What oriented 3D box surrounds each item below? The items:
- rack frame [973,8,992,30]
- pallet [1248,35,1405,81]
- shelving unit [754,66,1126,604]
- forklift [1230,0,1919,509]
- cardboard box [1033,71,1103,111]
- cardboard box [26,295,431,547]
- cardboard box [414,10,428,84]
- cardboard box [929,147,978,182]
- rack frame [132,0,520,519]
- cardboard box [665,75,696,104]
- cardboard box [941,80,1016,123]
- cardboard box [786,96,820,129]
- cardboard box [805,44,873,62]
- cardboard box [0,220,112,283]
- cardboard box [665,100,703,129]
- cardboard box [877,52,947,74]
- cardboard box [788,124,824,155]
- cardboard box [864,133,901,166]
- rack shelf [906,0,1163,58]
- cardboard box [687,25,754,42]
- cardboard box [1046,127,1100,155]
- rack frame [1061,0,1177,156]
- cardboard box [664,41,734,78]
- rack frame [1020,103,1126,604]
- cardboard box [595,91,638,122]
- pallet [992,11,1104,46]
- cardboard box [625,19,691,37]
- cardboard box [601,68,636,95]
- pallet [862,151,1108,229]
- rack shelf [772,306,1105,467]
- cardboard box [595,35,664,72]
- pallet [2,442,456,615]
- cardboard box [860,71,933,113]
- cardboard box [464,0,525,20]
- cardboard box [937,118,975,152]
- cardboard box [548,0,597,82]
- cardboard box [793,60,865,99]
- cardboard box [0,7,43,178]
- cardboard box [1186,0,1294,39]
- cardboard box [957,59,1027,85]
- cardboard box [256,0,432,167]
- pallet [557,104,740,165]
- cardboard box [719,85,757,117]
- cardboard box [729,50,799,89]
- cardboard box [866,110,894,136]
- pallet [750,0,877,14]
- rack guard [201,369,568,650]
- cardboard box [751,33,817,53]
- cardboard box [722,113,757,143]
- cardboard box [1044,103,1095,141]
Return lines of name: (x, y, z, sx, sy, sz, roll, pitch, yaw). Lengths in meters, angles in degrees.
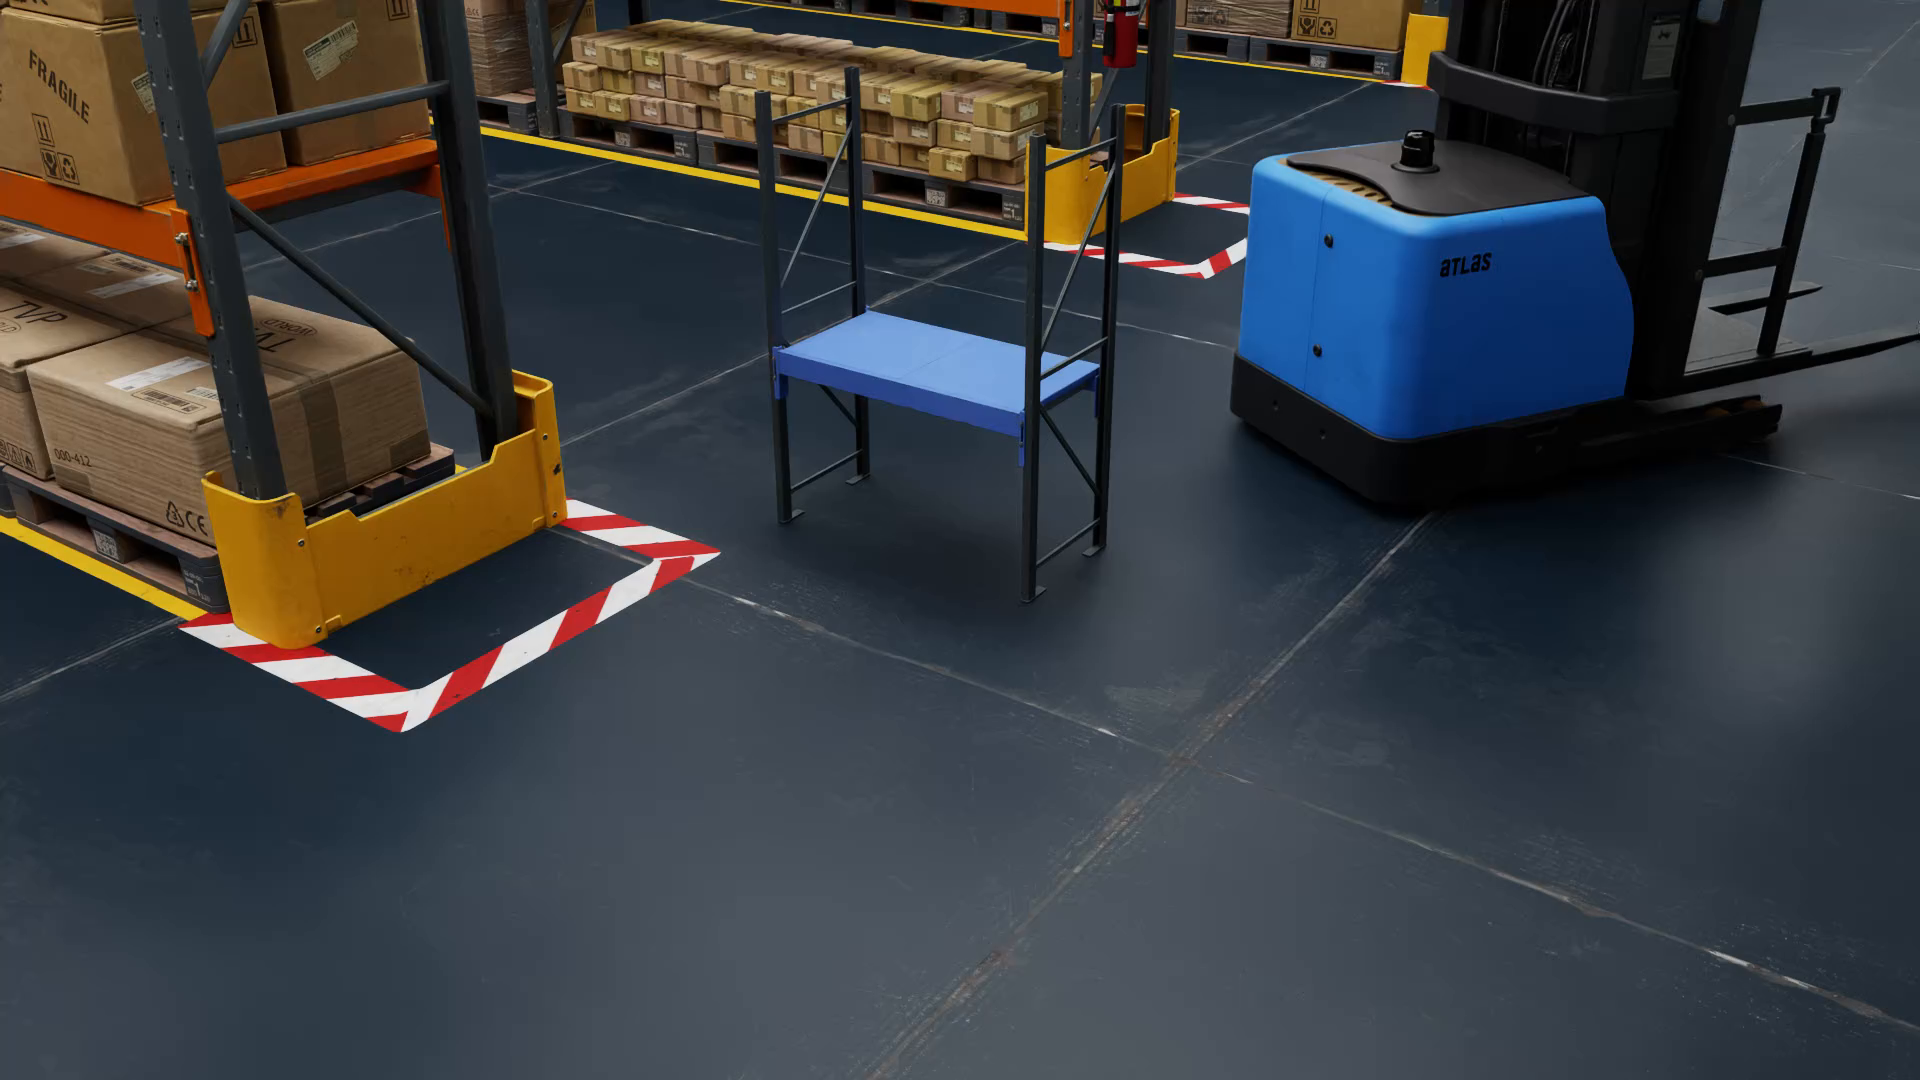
rack frame: (0.452, -5.989, 14.211, 0.127, 3.000, 1.000, 17, 32, 30)
pallet: (3.046, -3.895, 13.172, 1.213, 0.211, 1.003, 17, 32, 30)
shelving unit: (-0.070, -0.690, 5.453, 1.048, 1.500, 0.538, 17, 32, 30)
forklift: (2.634, -1.853, 6.160, 3.031, 2.935, 1.130, -12, 29, -22)
cardboard box: (0.619, -2.577, 9.531, 0.250, 0.149, 0.380, 16, 31, 28)
cardboard box: (-2.462, -0.434, 5.658, 0.875, 0.438, 0.875, 16, 31, 29)
cardboard box: (-3.614, -3.462, 11.538, 0.500, 0.500, 0.500, 16, 31, 29)
cardboard box: (0.037, -2.136, 9.320, 0.250, 0.149, 0.380, 18, 32, 32)
rack frame: (-1.861, -1.257, 4.913, 0.127, 3.000, 1.000, 17, 32, 30)
cardboard box: (-1.620, -2.846, 10.388, 0.250, 0.149, 0.380, 16, 31, 28)
cardboard box: (0.104, -2.443, 9.267, 0.250, 0.149, 0.380, 18, 32, 31)
cardboard box: (-0.803, -2.545, 9.797, 0.250, 0.149, 0.380, 19, 33, 33)
cardboard box: (-0.739, -2.936, 10.237, 0.250, 0.149, 0.380, 17, 32, 30)
cardboard box: (-3.963, -0.899, 6.570, 0.875, 0.438, 0.875, 16, 31, 29)
cardboard box: (-1.630, -2.705, 10.437, 0.250, 0.149, 0.380, 17, 31, 29)
cardboard box: (-0.286, -2.823, 10.014, 0.250, 0.149, 0.380, 19, 32, 32)
cardboard box: (-0.803, -2.414, 9.866, 0.250, 0.149, 0.380, 18, 32, 31)
cardboard box: (-0.343, -2.294, 9.631, 0.250, 0.149, 0.380, 18, 32, 31)
rack shelf: (-0.790, -3.327, 9.773, 4.000, 0.370, 1.077, 17, 32, 30)
cardboard box: (-1.556, -3.236, 10.827, 0.250, 0.149, 0.380, 17, 32, 30)
cardboard box: (0.608, -2.304, 9.651, 0.250, 0.149, 0.380, 18, 32, 31)
rack frame: (0.858, -3.134, 8.600, 0.127, 3.000, 1.000, 17, 32, 30)
cardboard box: (-1.615, -2.979, 10.320, 0.250, 0.149, 0.380, 16, 31, 29)
rack frame: (0.349, -0.560, 5.196, 0.032, 1.500, 0.500, 17, 32, 30)
cardboard box: (-2.101, -2.795, 10.616, 0.250, 0.149, 0.380, 18, 32, 32)
pallet: (1.035, -4.522, 14.403, 1.213, 0.211, 1.003, 17, 32, 30)
cardboard box: (-1.998, -3.349, 11.047, 0.250, 0.149, 0.380, 18, 32, 32)
cardboard box: (-2.062, -2.966, 10.623, 0.250, 0.149, 0.380, 18, 32, 31)
pallet: (0.146, -2.132, 9.707, 1.213, 0.211, 1.003, 17, 32, 30)
rack shelf: (-0.070, -0.530, 5.534, 1.000, 0.185, 0.538, 17, 32, 30)
cardboard box: (-2.079, -3.084, 10.527, 0.250, 0.149, 0.380, 19, 33, 33)
pallet: (-2.565, -0.190, 5.891, 1.213, 0.211, 1.003, 17, 32, 30)
cardboard box: (-0.359, -2.552, 9.481, 0.250, 0.149, 0.380, 16, 31, 28)
cardboard box: (-3.196, -3.665, 11.110, 0.500, 0.250, 0.500, 16, 31, 29)
cardboard box: (0.077, -2.299, 9.312, 0.250, 0.149, 0.380, 16, 31, 29)
cardboard box: (-2.898, -3.523, 11.658, 0.500, 0.500, 0.500, 19, 32, 32)
cardboard box: (-0.767, -2.709, 9.790, 0.250, 0.149, 0.380, 16, 31, 29)
cardboard box: (-2.814, -1.461, 5.204, 0.500, 0.500, 0.500, 17, 31, 29)
cardboard box: (2.427, -4.570, 13.303, 0.875, 0.875, 0.875, 17, 32, 30)
cardboard box: (0.188, -2.715, 9.803, 0.250, 0.149, 0.380, 17, 32, 30)
cardboard box: (-2.094, -1.532, 5.343, 0.500, 0.500, 0.500, 17, 32, 30)
pallet: (-1.865, -2.759, 10.938, 1.213, 0.211, 1.003, 17, 32, 30)
cardboard box: (-1.234, -2.678, 10.058, 0.250, 0.149, 0.380, 17, 32, 30)
cardboard box: (-1.180, -2.844, 10.055, 0.250, 0.149, 0.380, 16, 31, 28)
cardboard box: (-0.331, -2.452, 9.613, 0.250, 0.149, 0.380, 17, 31, 30)
pallet: (-1.236, -5.229, 15.793, 1.213, 0.211, 1.003, 17, 32, 30)
rack guard: (-1.841, -0.137, 5.468, 0.348, 0.500, 1.175, 17, 32, 30)
cardboard box: (-1.111, -3.106, 10.570, 0.250, 0.149, 0.380, 16, 31, 28)
cardboard box: (-1.228, -2.546, 10.125, 0.250, 0.149, 0.380, 16, 31, 29)
cardboard box: (0.572, -2.413, 9.537, 0.250, 0.149, 0.380, 19, 32, 32)
